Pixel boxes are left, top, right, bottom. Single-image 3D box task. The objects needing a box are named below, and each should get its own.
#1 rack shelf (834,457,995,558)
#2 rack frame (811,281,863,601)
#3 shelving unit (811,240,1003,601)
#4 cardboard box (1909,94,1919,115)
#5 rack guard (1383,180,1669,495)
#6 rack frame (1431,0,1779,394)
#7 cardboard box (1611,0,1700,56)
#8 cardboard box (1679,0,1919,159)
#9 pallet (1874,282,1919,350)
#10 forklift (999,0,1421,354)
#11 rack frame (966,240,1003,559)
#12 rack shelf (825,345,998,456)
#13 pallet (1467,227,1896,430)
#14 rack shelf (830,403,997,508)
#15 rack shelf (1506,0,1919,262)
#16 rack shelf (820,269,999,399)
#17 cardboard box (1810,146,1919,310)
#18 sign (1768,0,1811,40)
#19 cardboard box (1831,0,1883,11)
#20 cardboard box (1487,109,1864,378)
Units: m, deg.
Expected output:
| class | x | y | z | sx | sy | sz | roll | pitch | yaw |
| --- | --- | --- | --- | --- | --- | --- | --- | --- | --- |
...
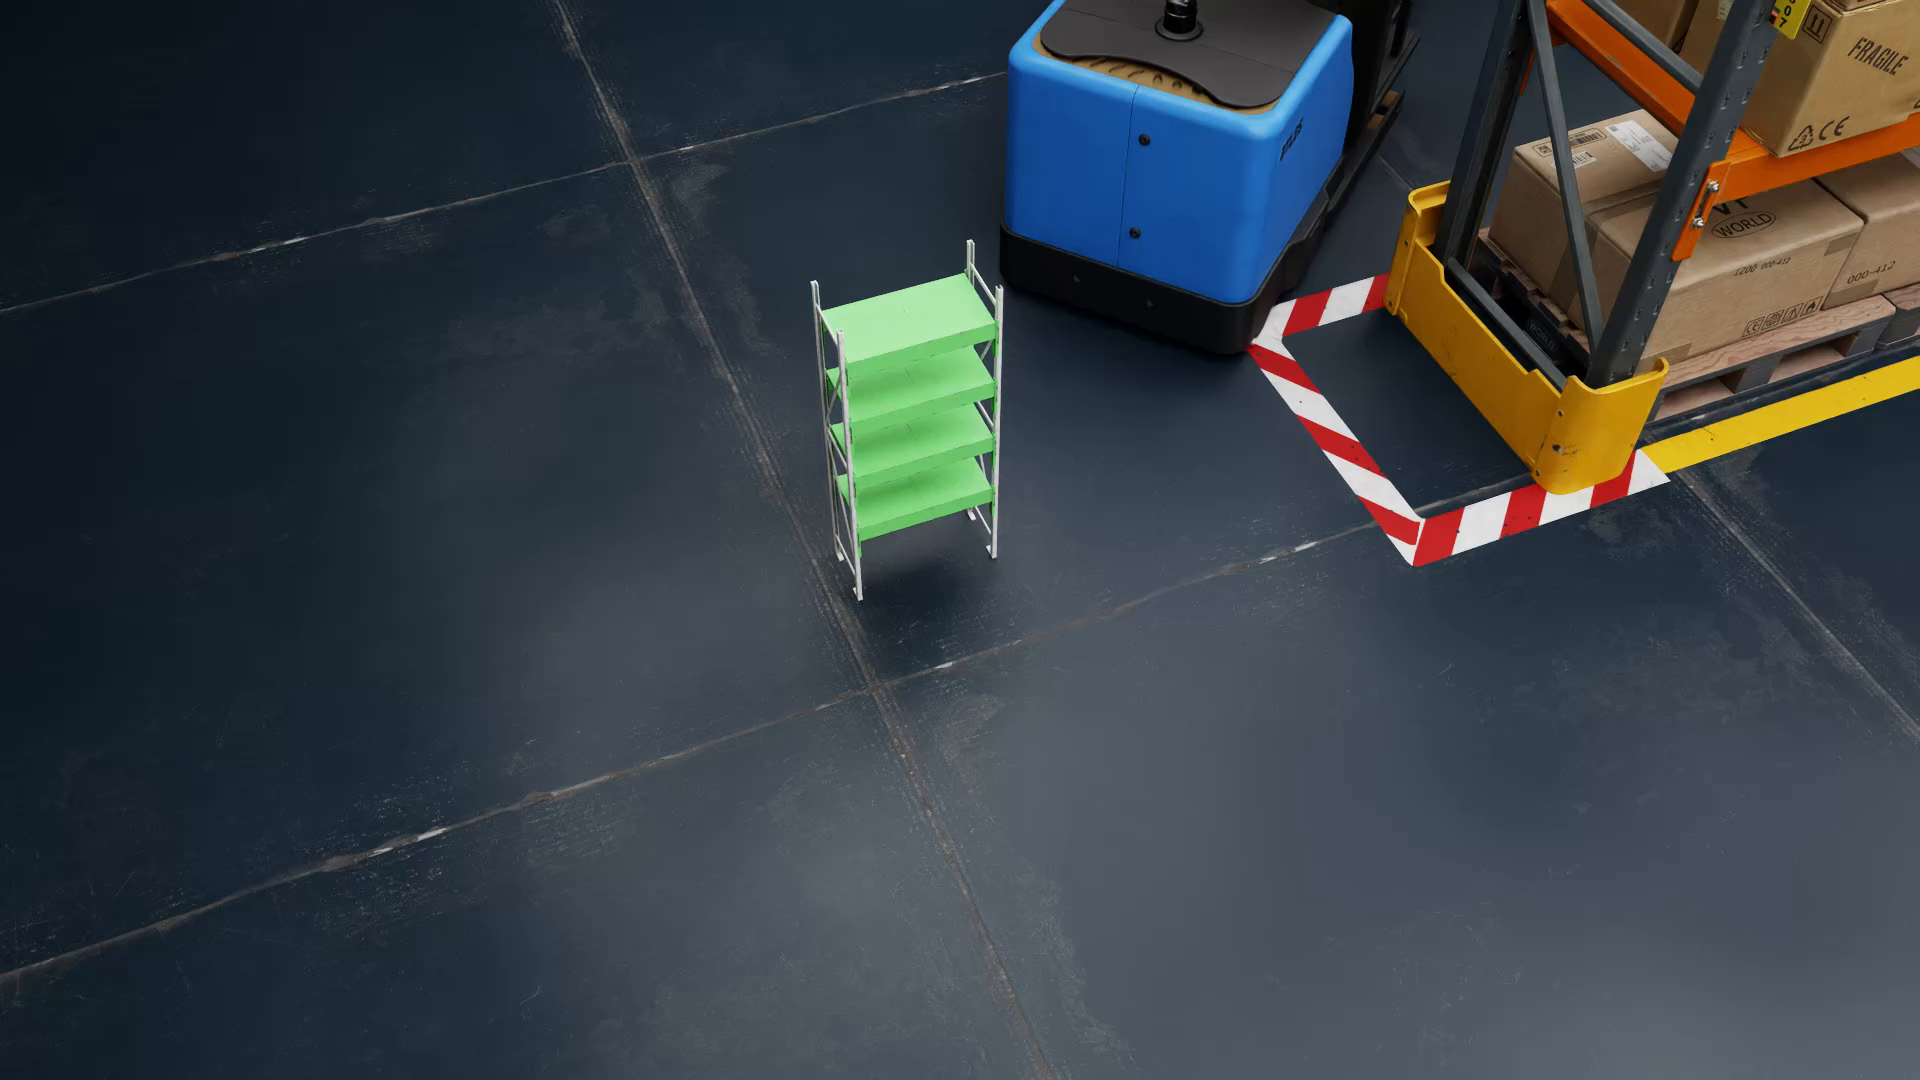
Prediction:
| class | x | y | z | sx | sy | sz | roll | pitch | yaw |
| --- | --- | --- | --- | --- | --- | --- | --- | --- | --- |
| rack shelf | -0.153 | -0.145 | 5.485 | 0.480 | 0.148 | 0.258 | -17 | 52 | -14 |
| rack frame | -0.379 | -0.273 | 5.194 | 0.015 | 1.200 | 0.240 | -17 | 52 | -14 |
| shelving unit | -0.153 | -0.343 | 5.254 | 0.503 | 1.200 | 0.258 | -17 | 52 | -14 |
| cardboard box | 3.059 | -1.721 | 5.185 | 0.500 | 0.500 | 0.500 | -18 | 52 | -15 |
| rack guard | 2.026 | -0.767 | 6.079 | 0.348 | 0.500 | 1.175 | -17 | 52 | -14 |
| rack frame | 2.049 | -1.588 | 5.137 | 0.127 | 3.000 | 1.000 | -17 | 52 | -14 |
| cardboard box | 2.395 | -1.945 | 5.377 | 0.500 | 0.500 | 0.500 | -17 | 51 | -14 |
| cardboard box | 2.602 | -1.557 | 5.044 | 0.500 | 0.500 | 0.500 | -18 | 52 | -15 |
| pallet | 3.887 | -1.311 | 6.737 | 1.213 | 0.211 | 1.003 | -17 | 52 | -14 |
| forklift | 1.287 | -2.778 | 6.204 | 1.130 | 2.935 | 3.031 | 22 | 53 | 18 |
| rack frame | 0.073 | -0.413 | 5.314 | 0.015 | 1.200 | 0.240 | -17 | 52 | -14 |
| rack shelf | -0.153 | -0.458 | 5.120 | 0.480 | 0.148 | 0.258 | -17 | 52 | -14 |
| pallet | 2.759 | -0.964 | 6.439 | 1.213 | 0.211 | 1.003 | -17 | 52 | -14 |
| rack shelf | -0.153 | -0.302 | 5.303 | 0.480 | 0.148 | 0.258 | -17 | 52 | -14 |
| rack shelf | 3.900 | -1.927 | 5.902 | 4.000 | 0.370 | 1.077 | -17 | 52 | -14 |
| rack shelf | -0.153 | -0.615 | 4.938 | 0.480 | 0.148 | 0.258 | -17 | 52 | -14 |
| cardboard box | 3.466 | -1.418 | 6.403 | 0.875 | 0.438 | 0.875 | -16 | 51 | -13 |
| sign | 2.253 | -1.504 | 4.442 | 0.005 | 0.325 | 0.100 | -17 | 52 | -14 |
| cardboard box | 2.601 | -1.884 | 4.666 | 0.500 | 0.500 | 0.500 | -18 | 52 | -15 |
| cardboard box | 2.622 | -1.150 | 6.172 | 0.875 | 0.438 | 0.875 | -19 | 52 | -15 |
